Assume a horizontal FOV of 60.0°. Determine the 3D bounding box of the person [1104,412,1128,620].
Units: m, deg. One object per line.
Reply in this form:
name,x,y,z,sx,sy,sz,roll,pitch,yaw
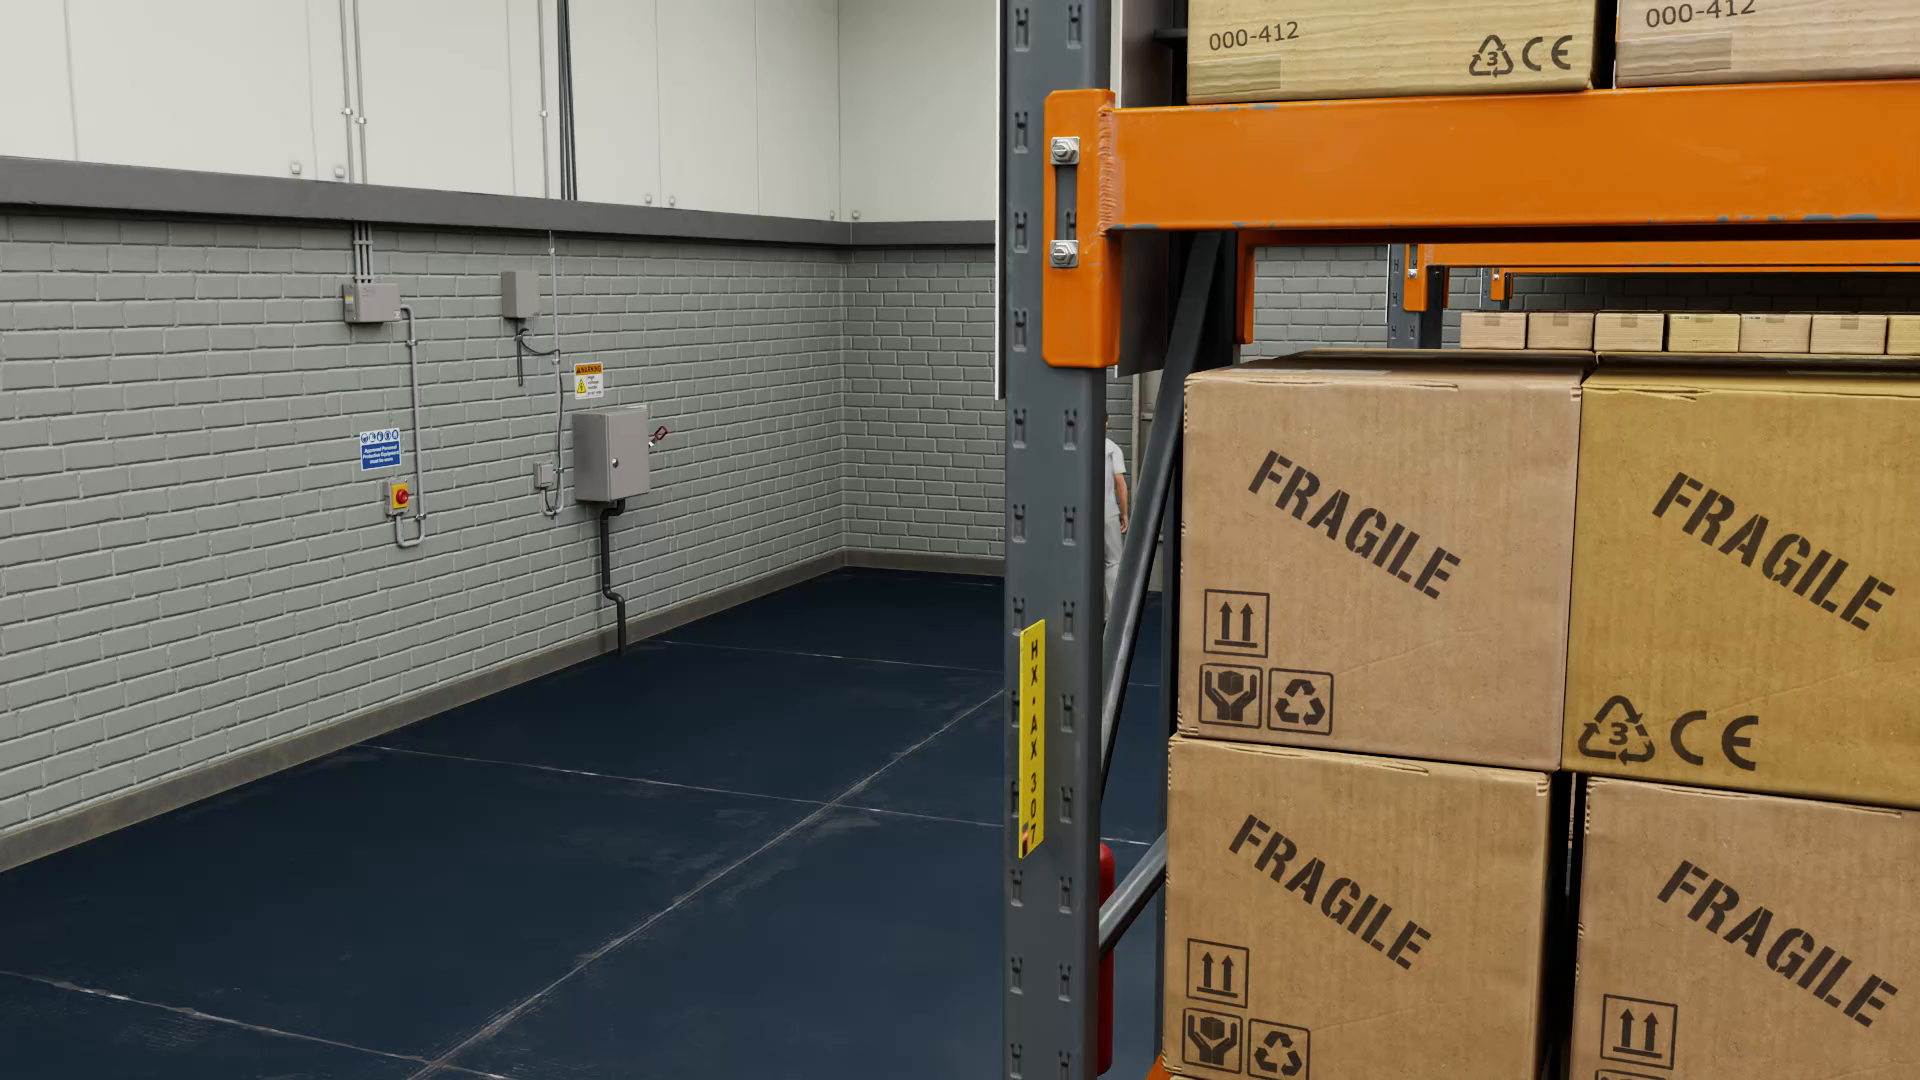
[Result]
person,1.029,-0.173,12.484,0.512,1.671,0.365,3,9,17
